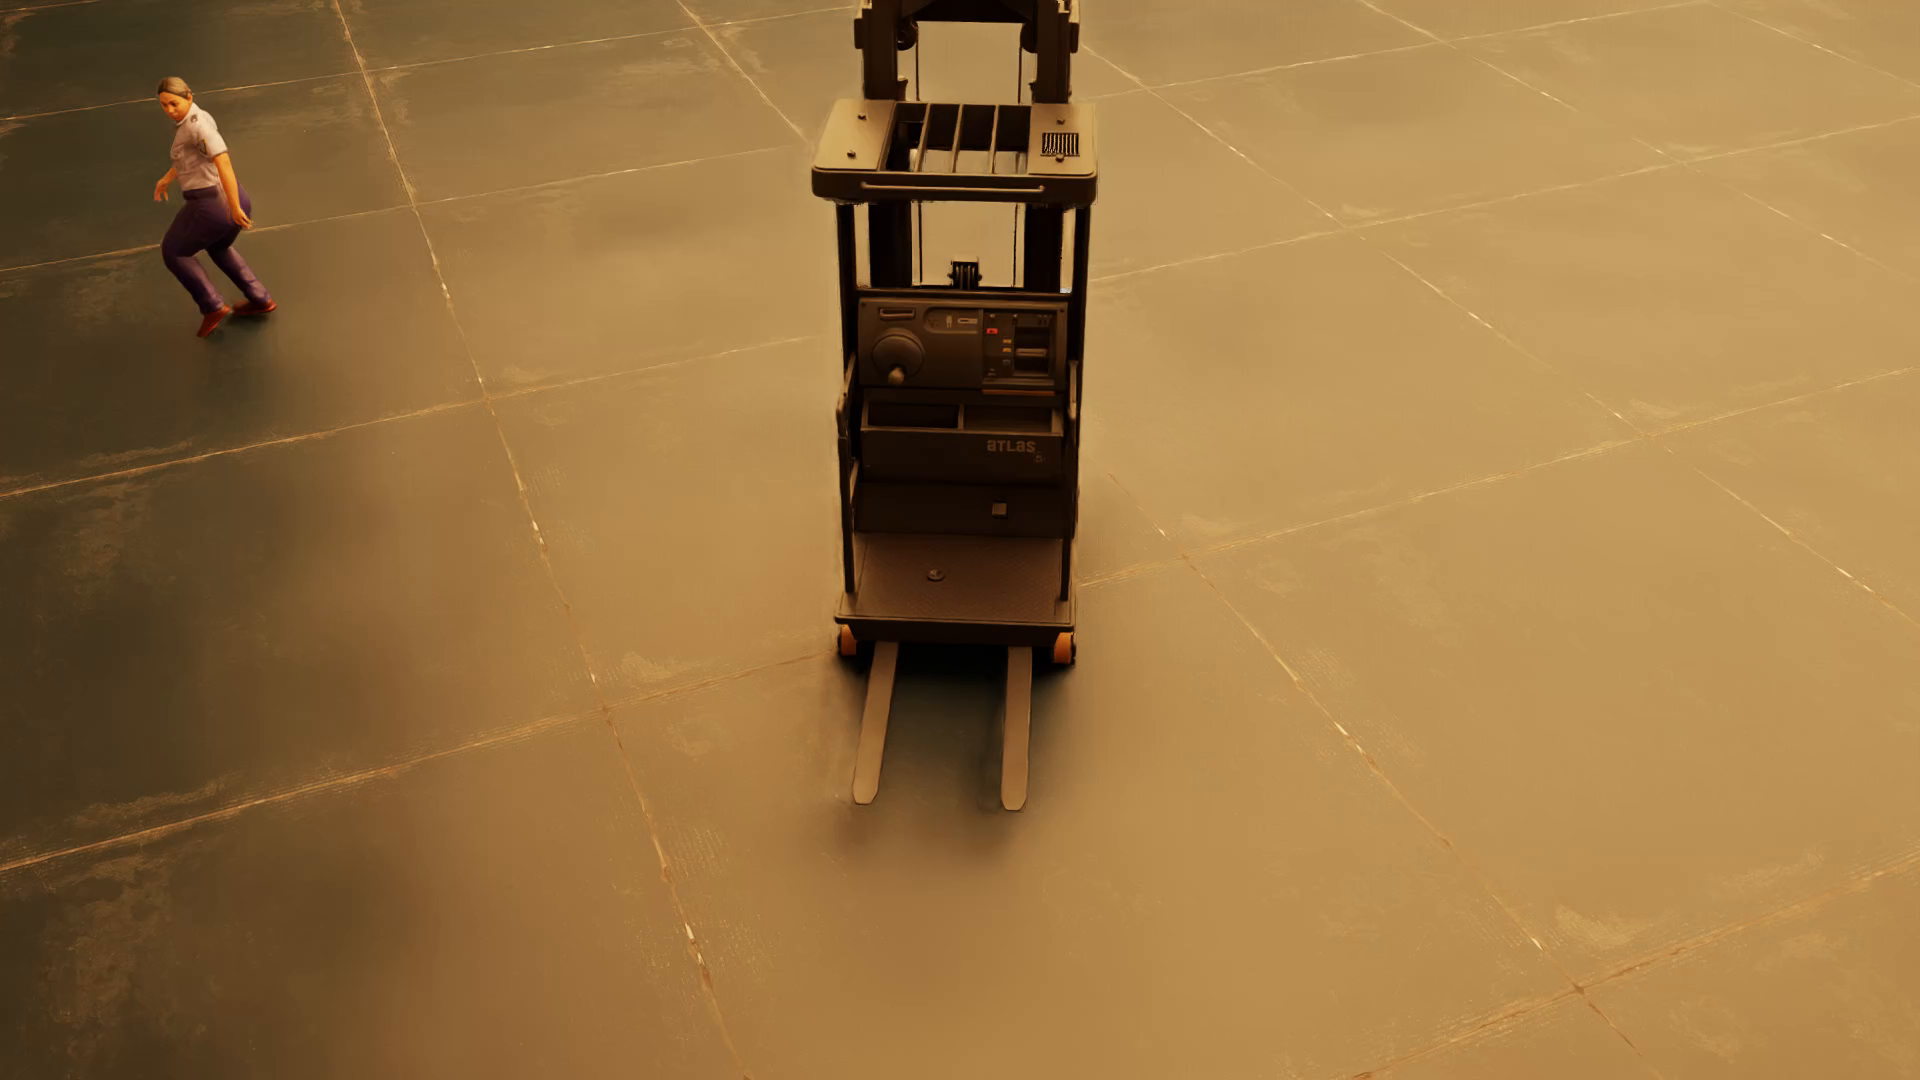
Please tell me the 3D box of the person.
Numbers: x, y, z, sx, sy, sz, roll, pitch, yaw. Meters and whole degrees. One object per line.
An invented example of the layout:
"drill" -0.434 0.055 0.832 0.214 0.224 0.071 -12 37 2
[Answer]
"person" -4.559 -2.022 10.131 0.709 1.630 0.615 1 35 1

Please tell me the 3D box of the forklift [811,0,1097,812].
"forklift" 0.000 -0.808 7.235 1.130 2.935 3.031 2 35 3
